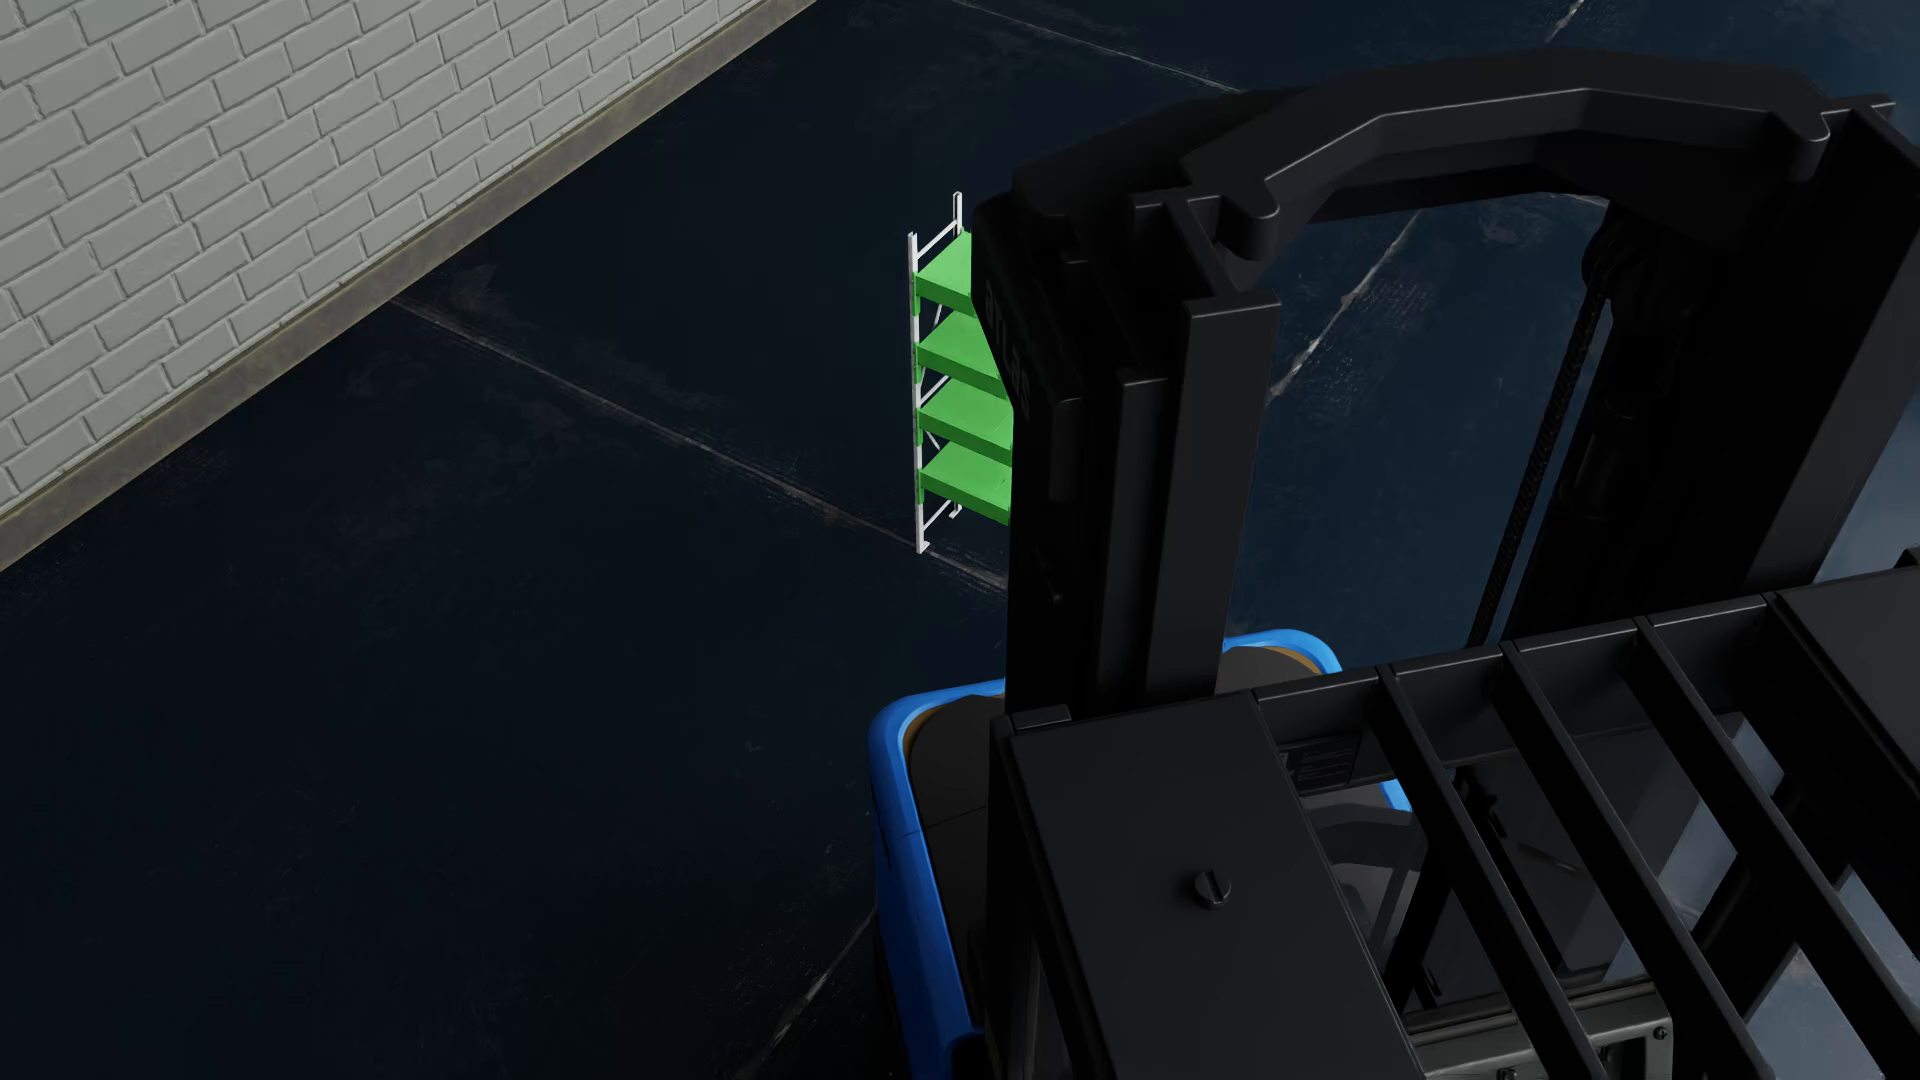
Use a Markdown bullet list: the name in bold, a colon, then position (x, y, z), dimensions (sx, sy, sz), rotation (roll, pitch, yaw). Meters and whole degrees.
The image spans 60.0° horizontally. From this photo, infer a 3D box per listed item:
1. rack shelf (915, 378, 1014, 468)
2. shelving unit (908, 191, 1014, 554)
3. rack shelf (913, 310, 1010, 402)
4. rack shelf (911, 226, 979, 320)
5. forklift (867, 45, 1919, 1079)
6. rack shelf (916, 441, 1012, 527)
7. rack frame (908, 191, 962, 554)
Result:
- **rack shelf**: position (0.139, -0.310, 4.803), dimensions (0.480, 0.148, 0.258), rotation (25, 51, 22)
- **shelving unit**: position (0.139, -0.354, 4.757), dimensions (0.503, 1.200, 0.258), rotation (25, 51, 22)
- **rack shelf**: position (0.139, -0.477, 4.631), dimensions (0.480, 0.148, 0.258), rotation (25, 51, 22)
- **rack shelf**: position (0.139, -0.644, 4.459), dimensions (0.480, 0.148, 0.258), rotation (25, 51, 22)
- **forklift**: position (0.625, 1.014, 2.221), dimensions (1.130, 2.935, 3.031), rotation (-9, 47, -9)
- **rack shelf**: position (0.139, -0.142, 4.975), dimensions (0.480, 0.148, 0.258), rotation (25, 51, 22)
- **rack frame**: position (-0.066, -0.449, 4.849), dimensions (0.015, 1.200, 0.240), rotation (25, 51, 22)
